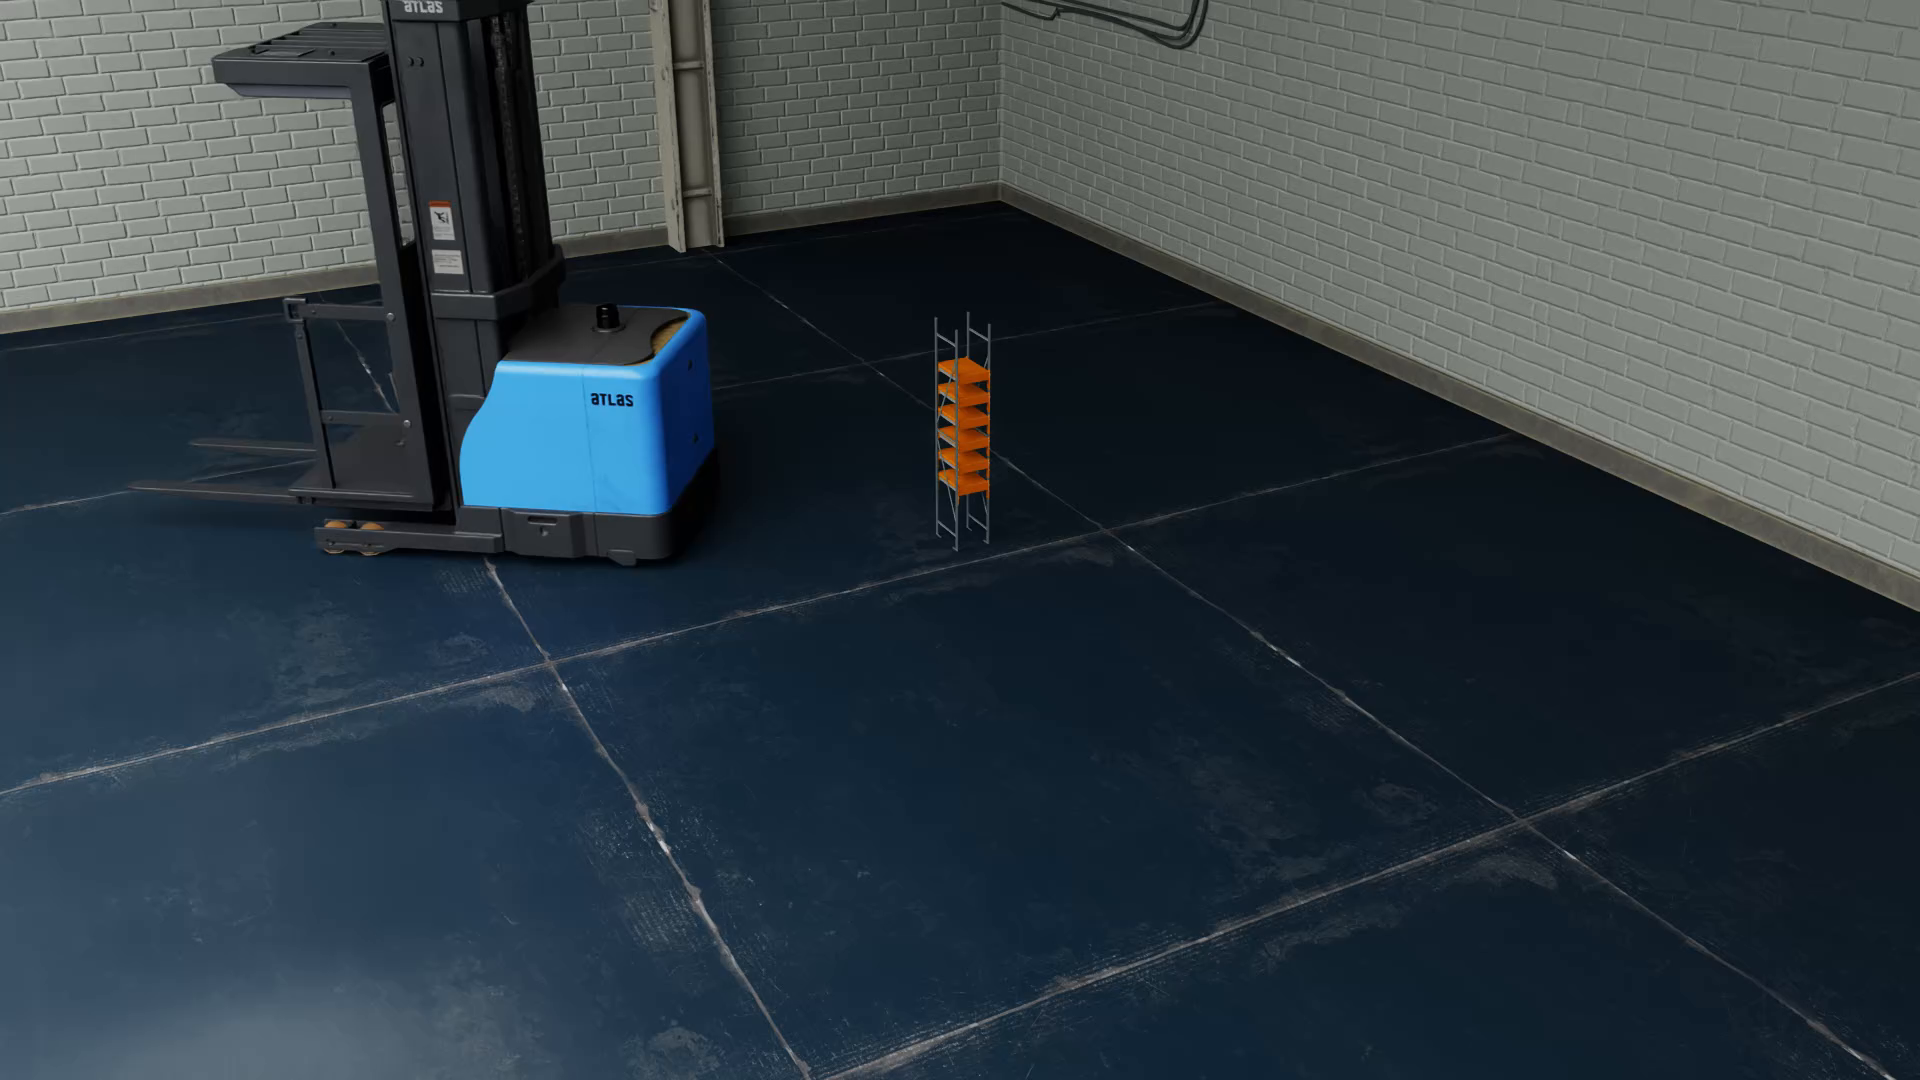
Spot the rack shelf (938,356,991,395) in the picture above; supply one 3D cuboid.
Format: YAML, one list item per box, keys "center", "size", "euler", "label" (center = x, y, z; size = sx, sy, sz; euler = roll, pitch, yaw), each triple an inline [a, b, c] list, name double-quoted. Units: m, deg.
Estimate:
- center: [0.013, -0.828, 8.360]
  size: [0.180, 0.103, 0.258]
  euler: [-13, 29, -25]
  label: "rack shelf"

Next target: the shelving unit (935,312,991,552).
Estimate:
- center: [0.013, -0.544, 8.496]
  size: [0.189, 1.200, 0.258]
  euler: [-13, 29, -25]
  label: "shelving unit"

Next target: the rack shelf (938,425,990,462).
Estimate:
- center: [0.013, -0.504, 8.516]
  size: [0.180, 0.103, 0.258]
  euler: [-13, 29, -25]
  label: "rack shelf"

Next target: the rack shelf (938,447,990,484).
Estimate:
- center: [0.013, -0.396, 8.568]
  size: [0.180, 0.103, 0.258]
  euler: [-13, 29, -25]
  label: "rack shelf"

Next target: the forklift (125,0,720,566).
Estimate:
- center: [-2.888, -1.461, 8.407]
  size: [3.031, 2.935, 1.130]
  euler: [3, 26, 7]
  label: "forklift"

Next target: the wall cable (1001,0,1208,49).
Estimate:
- center: [1.021, -5.215, 12.803]
  size: [0.112, 2.526, 3.097]
  euler: [-13, 29, -25]
  label: "wall cable"

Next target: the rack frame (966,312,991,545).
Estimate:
- center: [0.094, -0.562, 8.535]
  size: [0.006, 1.200, 0.240]
  euler: [-13, 29, -25]
  label: "rack frame"

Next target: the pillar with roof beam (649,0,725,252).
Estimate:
- center: [-0.175, -4.876, 8.509]
  size: [0.400, 9.000, 9.100]
  euler: [-13, 29, -25]
  label: "pillar with roof beam"

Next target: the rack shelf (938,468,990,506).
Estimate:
- center: [0.013, -0.287, 8.620]
  size: [0.180, 0.103, 0.258]
  euler: [-13, 29, -25]
  label: "rack shelf"

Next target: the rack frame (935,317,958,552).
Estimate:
- center: [-0.068, -0.525, 8.458]
  size: [0.006, 1.200, 0.240]
  euler: [-13, 29, -25]
  label: "rack frame"

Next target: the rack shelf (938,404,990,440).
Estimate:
- center: [0.013, -0.612, 8.464]
  size: [0.180, 0.103, 0.258]
  euler: [-13, 29, -25]
  label: "rack shelf"

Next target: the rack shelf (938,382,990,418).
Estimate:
- center: [0.013, -0.720, 8.412]
  size: [0.180, 0.103, 0.258]
  euler: [-13, 29, -25]
  label: "rack shelf"
